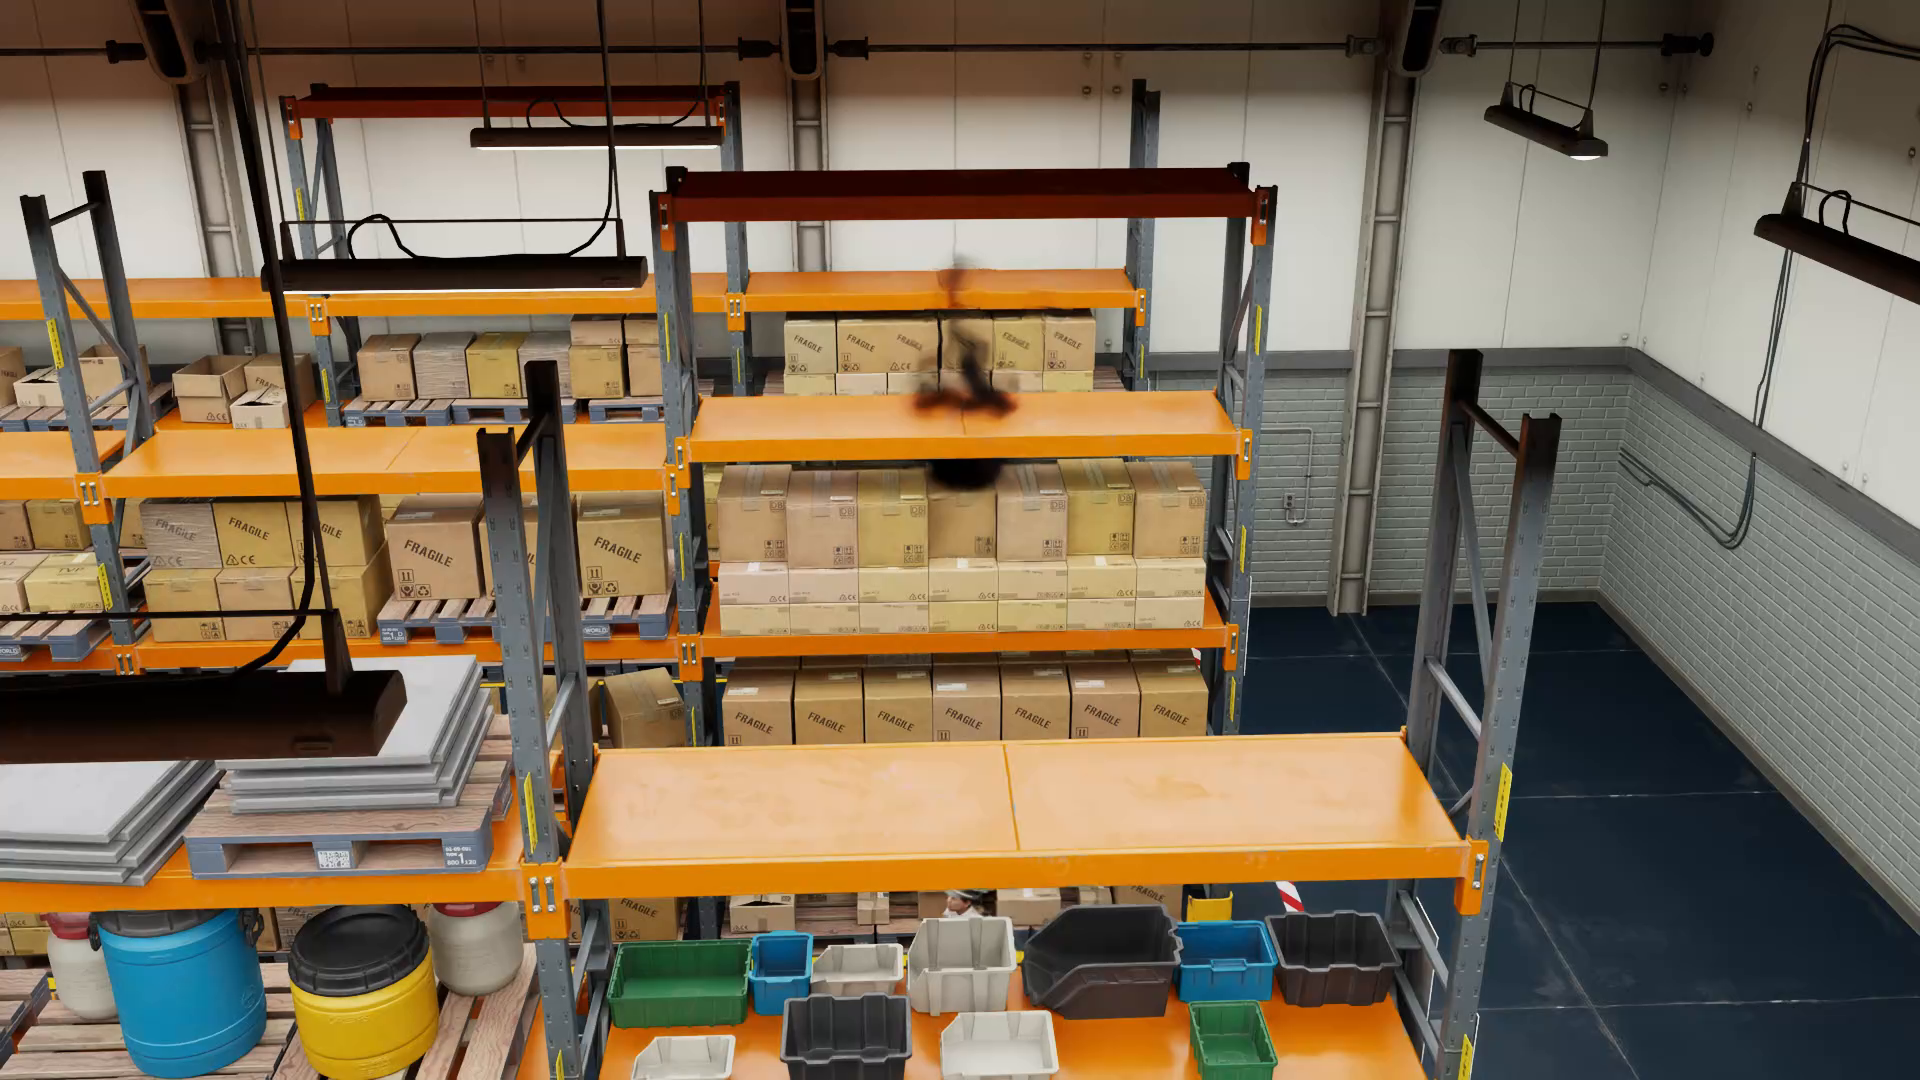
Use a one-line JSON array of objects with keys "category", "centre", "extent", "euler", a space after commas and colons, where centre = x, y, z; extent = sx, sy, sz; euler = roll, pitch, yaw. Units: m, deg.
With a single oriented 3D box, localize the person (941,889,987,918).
[{"category": "person", "centre": [0.054, 3.017, 11.435], "extent": [0.885, 1.713, 0.602], "euler": [-6, 23, -15]}]
